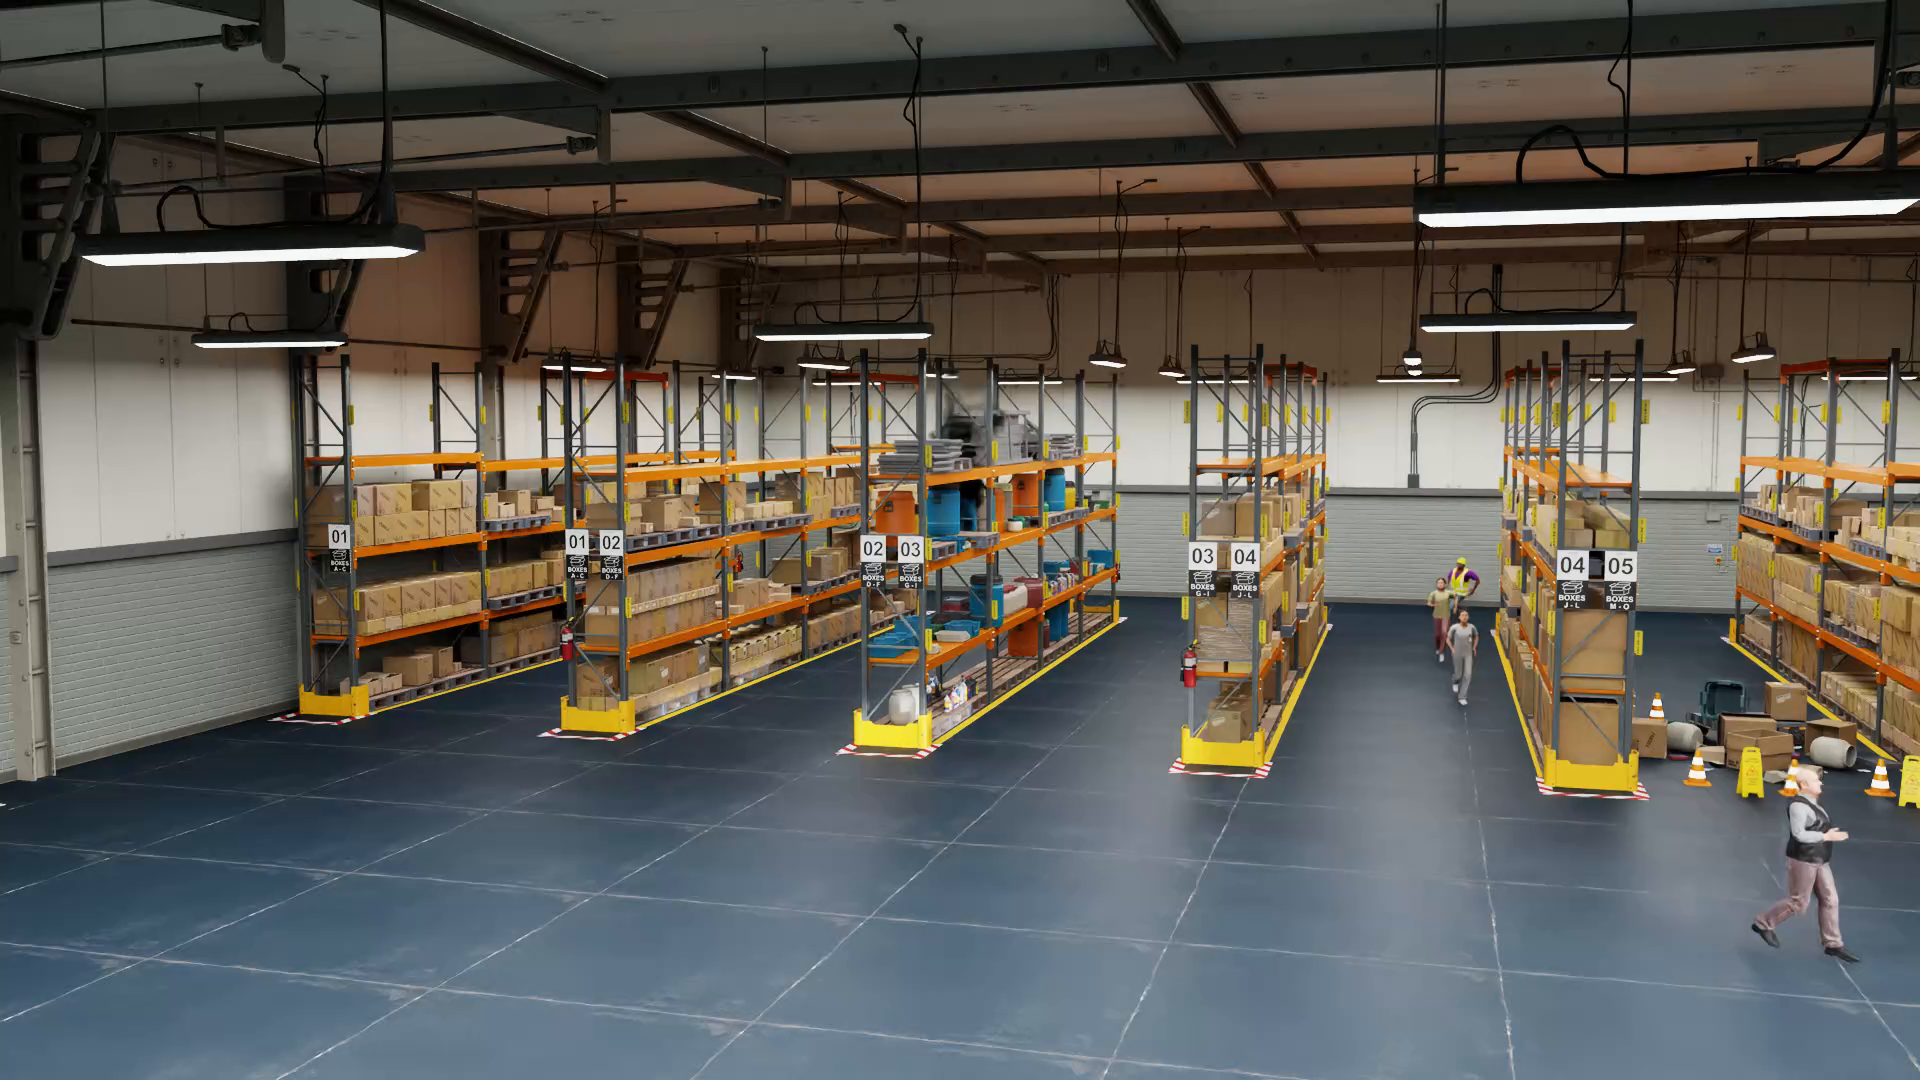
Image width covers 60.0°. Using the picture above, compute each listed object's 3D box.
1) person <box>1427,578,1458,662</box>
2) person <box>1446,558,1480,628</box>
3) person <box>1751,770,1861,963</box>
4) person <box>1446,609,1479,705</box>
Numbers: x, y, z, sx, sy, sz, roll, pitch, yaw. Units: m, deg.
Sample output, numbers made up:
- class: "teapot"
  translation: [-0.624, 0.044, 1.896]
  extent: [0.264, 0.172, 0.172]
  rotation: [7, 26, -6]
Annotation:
- class: "person"
  translation: [9.861, 1.609, 34.061]
  extent: [0.578, 1.668, 0.965]
  rotation: [2, 5, 23]
- class: "person"
  translation: [11.651, 1.267, 38.769]
  extent: [0.740, 1.737, 0.810]
  rotation: [-2, 5, -28]
- class: "person"
  translation: [7.802, 2.964, 15.291]
  extent: [0.906, 1.715, 0.661]
  rotation: [4, 6, 44]
- class: "person"
  translation: [8.778, 2.020, 29.037]
  extent: [0.567, 1.645, 0.755]
  rotation: [0, 4, 6]
